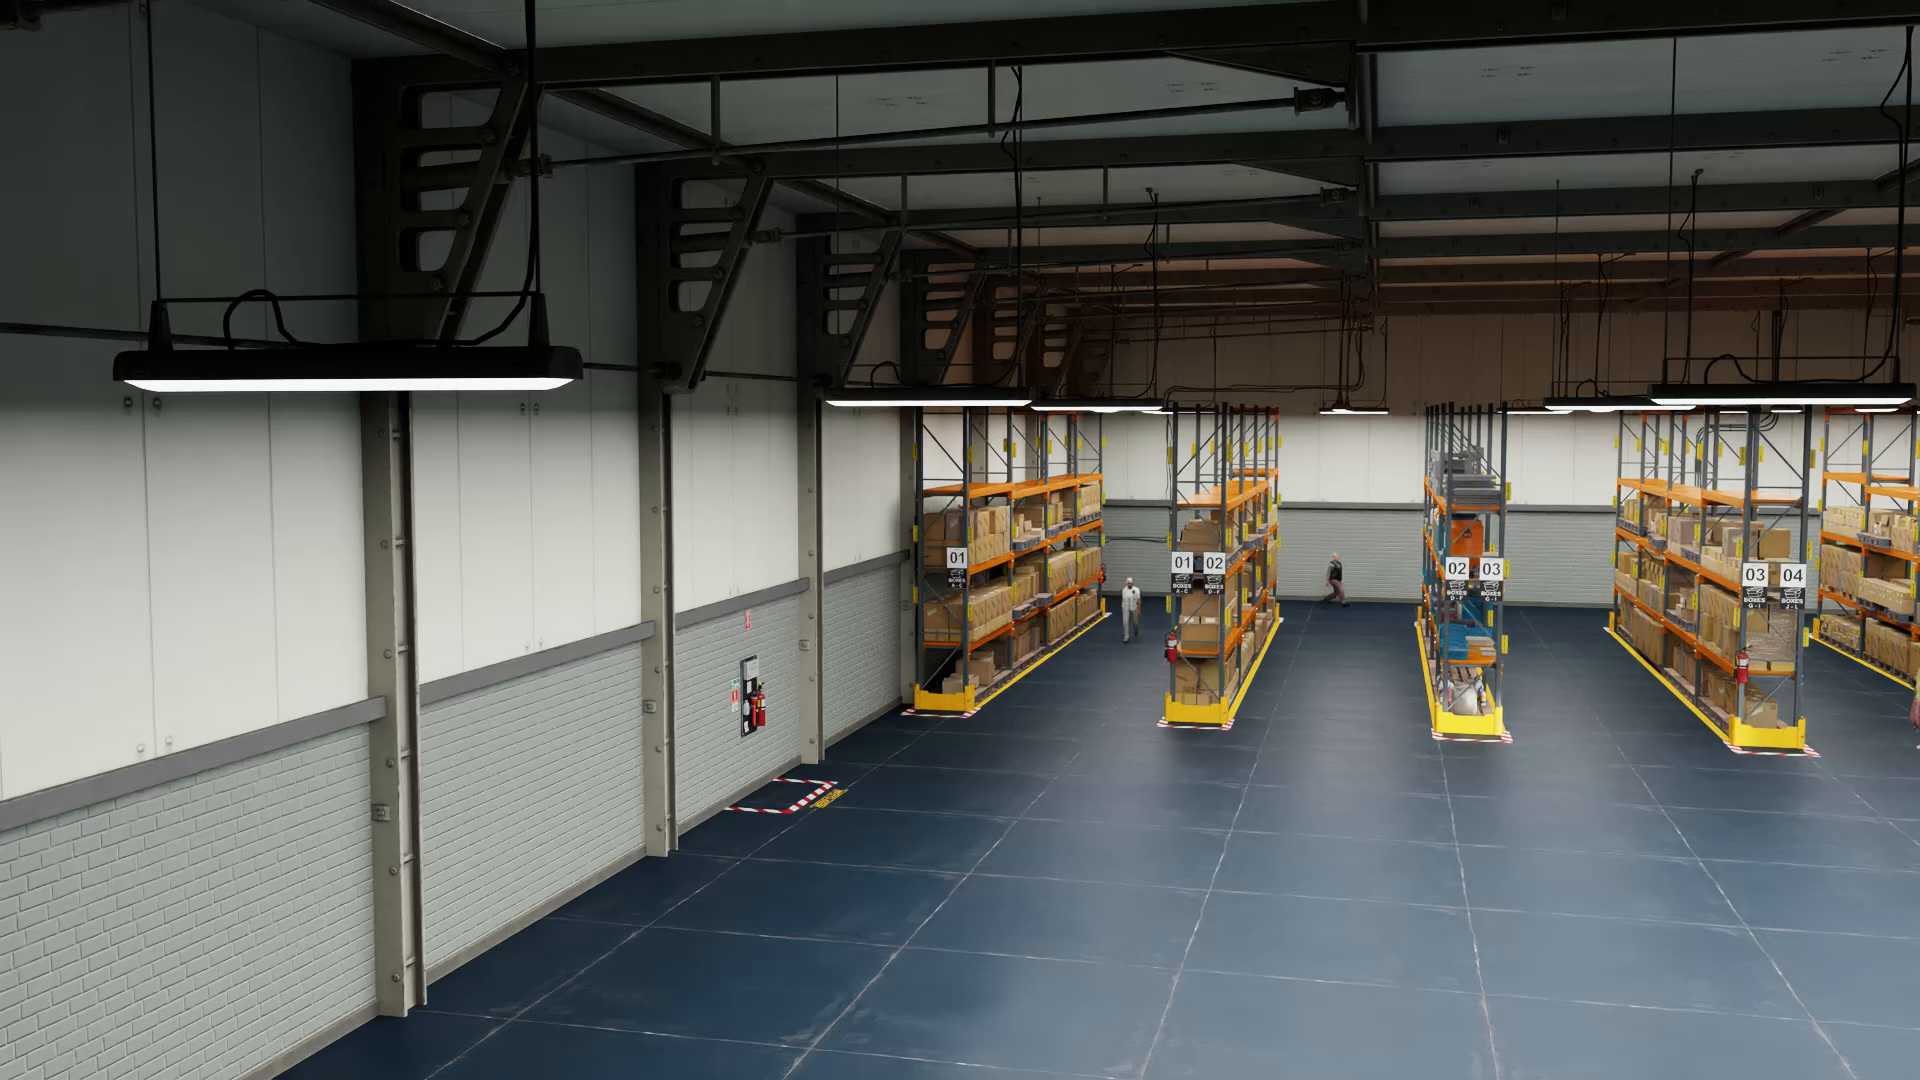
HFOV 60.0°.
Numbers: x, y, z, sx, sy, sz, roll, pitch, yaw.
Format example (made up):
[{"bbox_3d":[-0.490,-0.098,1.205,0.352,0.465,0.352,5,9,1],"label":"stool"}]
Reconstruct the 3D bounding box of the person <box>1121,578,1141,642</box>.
[{"bbox_3d":[4.389,1.759,42.568,0.493,1.613,0.857,1,4,11],"label":"person"}]

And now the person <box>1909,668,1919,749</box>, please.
[{"bbox_3d":[16.682,2.759,28.650,0.610,1.658,0.452,-2,5,-28],"label":"person"}]

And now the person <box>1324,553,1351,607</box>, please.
[{"bbox_3d":[11.409,1.204,50.338,0.524,1.611,1.063,-4,6,-41],"label":"person"}]
